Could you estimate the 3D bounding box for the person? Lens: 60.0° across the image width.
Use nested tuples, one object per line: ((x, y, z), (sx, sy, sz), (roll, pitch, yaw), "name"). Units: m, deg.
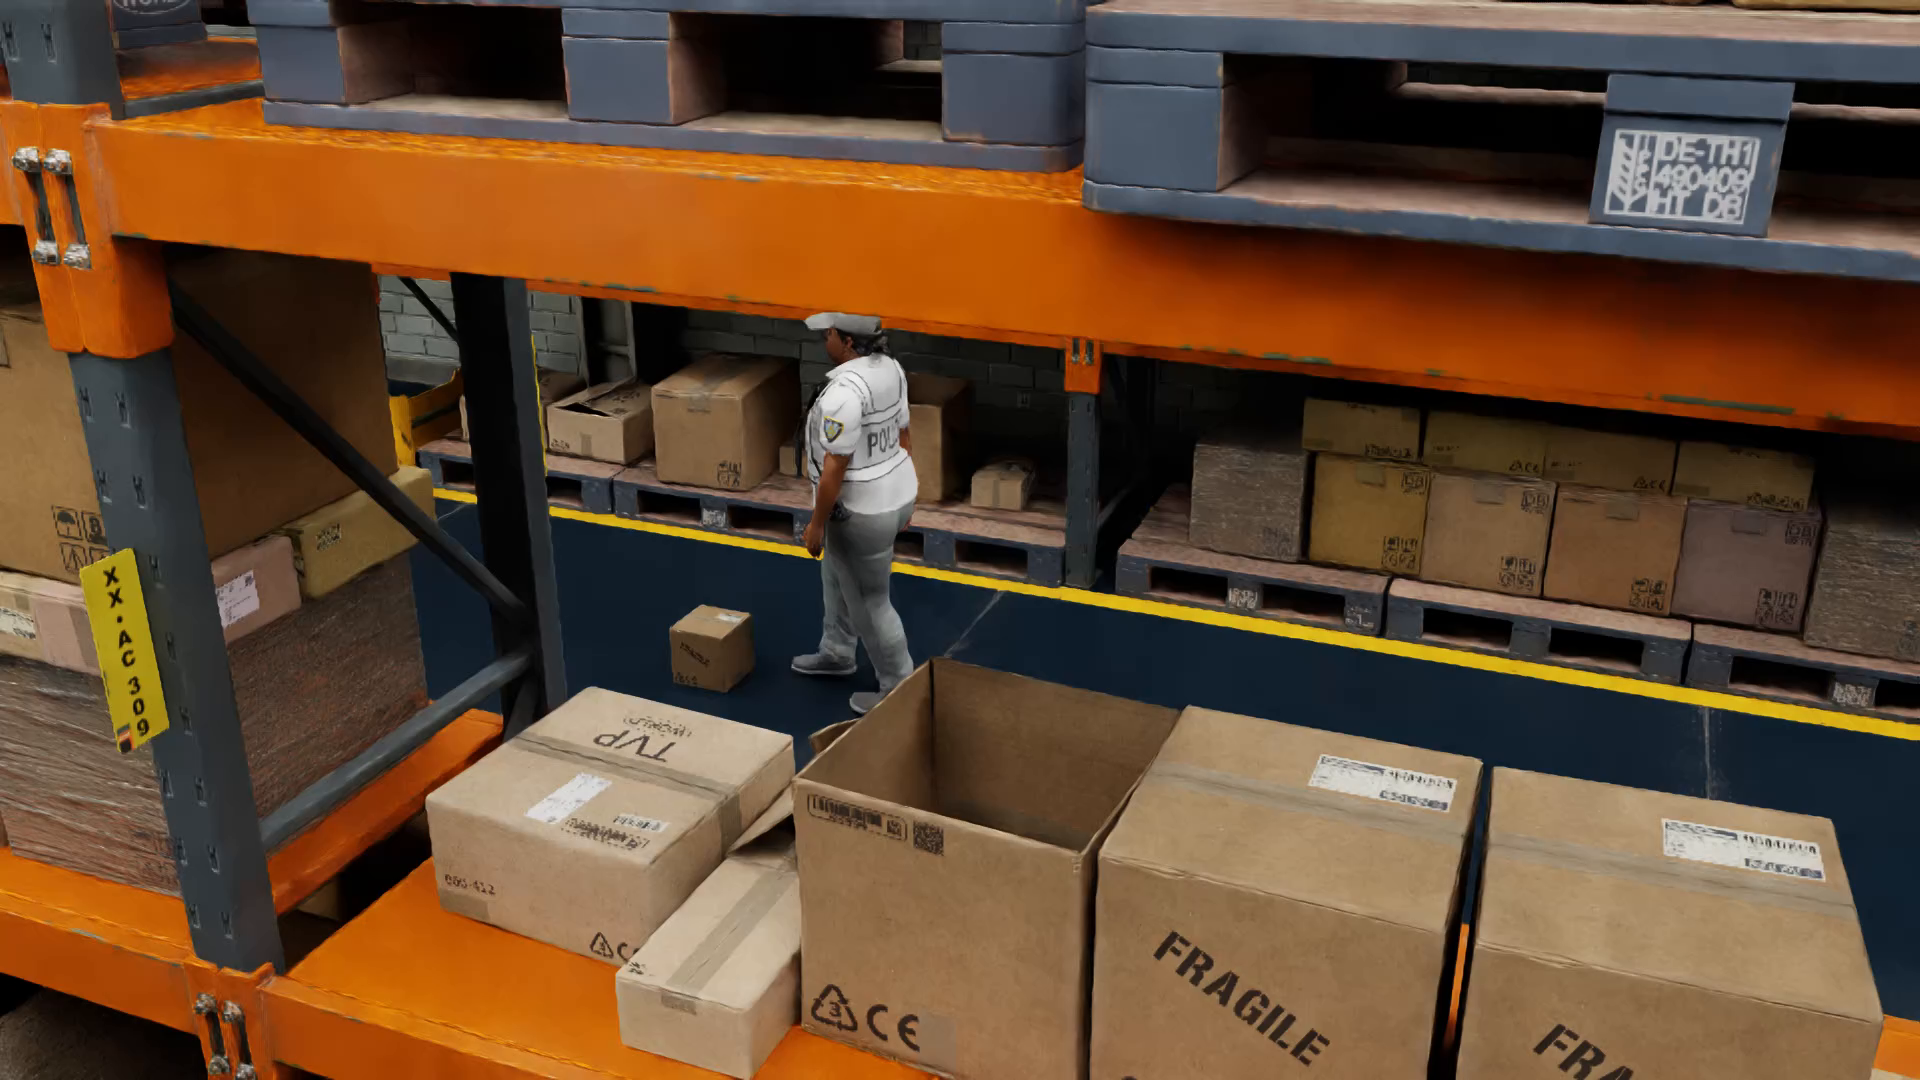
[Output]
((-0.451, -0.127, 6.359), (0.667, 1.655, 0.489), (8, 24, 19), "person")
